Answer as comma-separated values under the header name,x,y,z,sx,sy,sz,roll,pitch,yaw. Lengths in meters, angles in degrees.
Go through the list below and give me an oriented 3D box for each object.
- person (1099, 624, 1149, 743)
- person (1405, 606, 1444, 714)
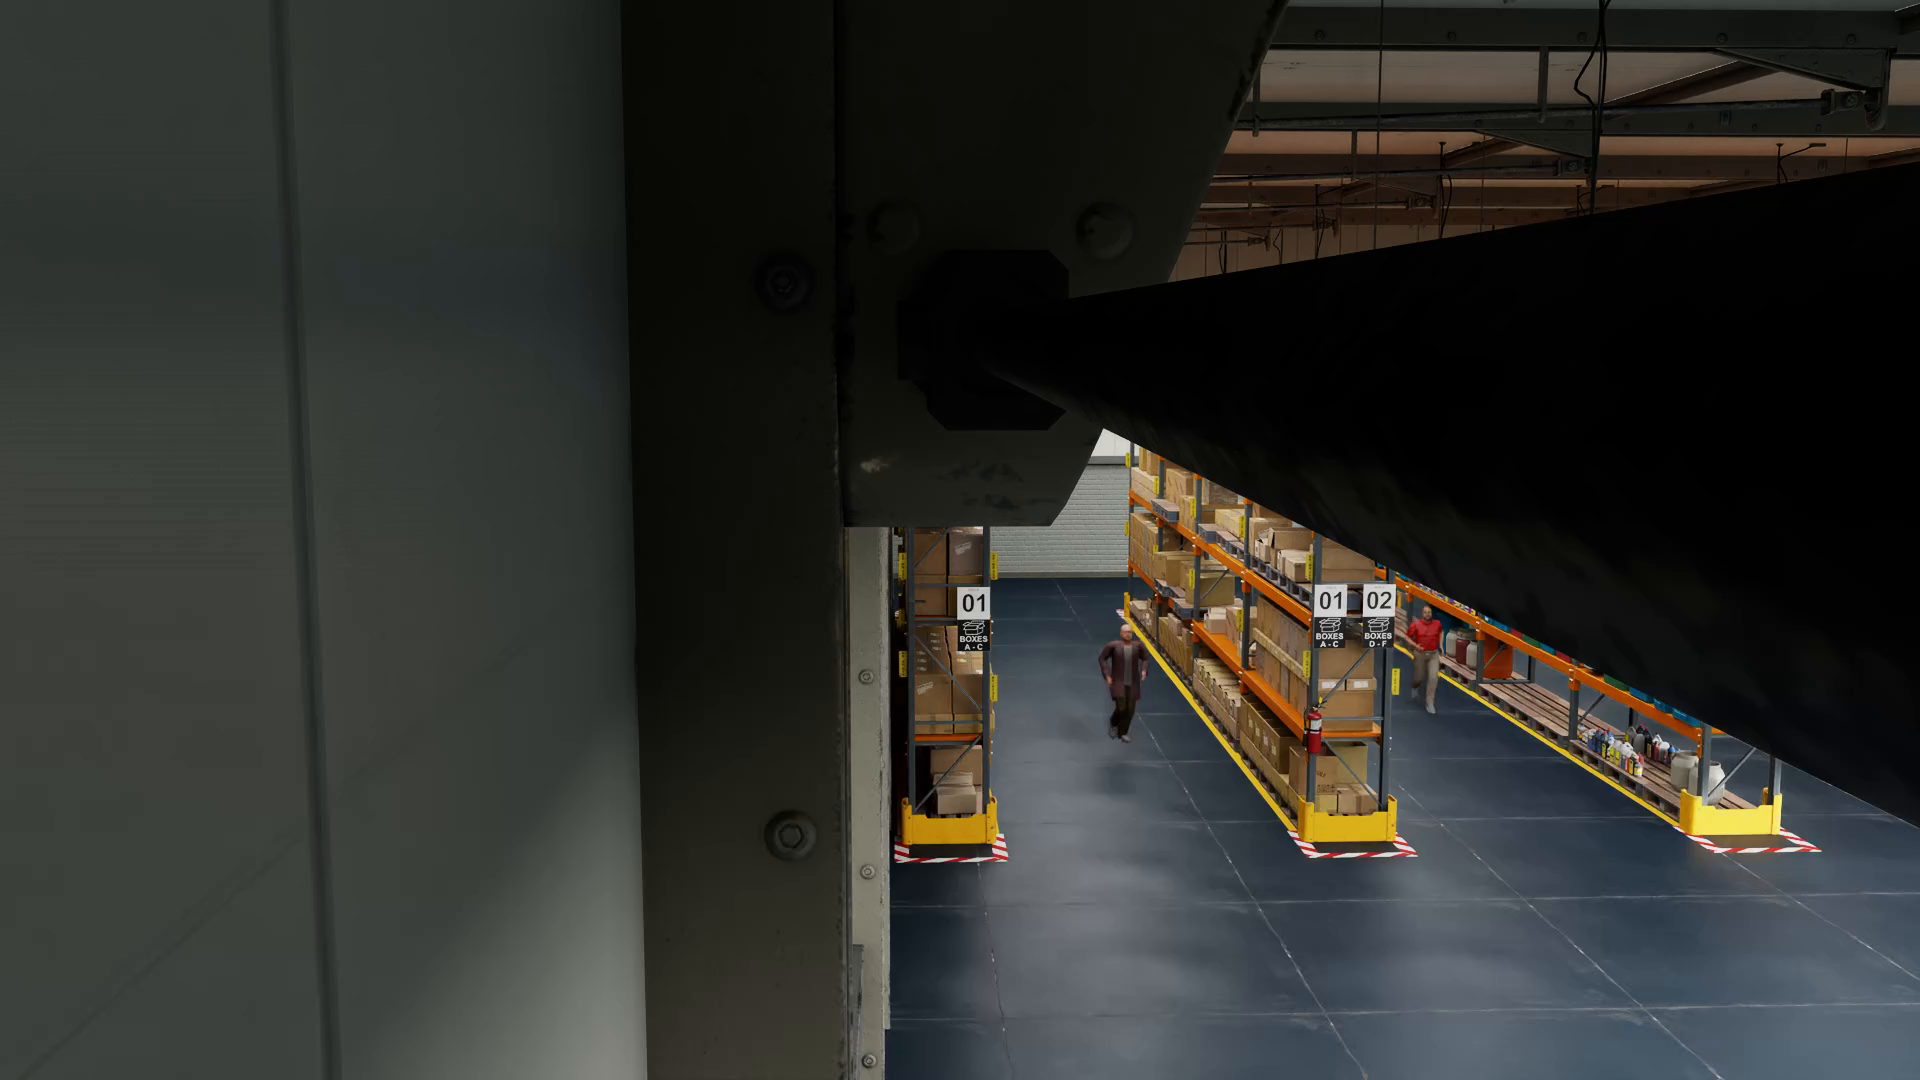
name,x,y,z,sx,sy,sz,roll,pitch,yaw
person,2.422,2.091,24.202,0.722,1.746,0.628,-1,7,-11
person,7.753,1.950,27.689,0.675,1.734,0.957,0,7,2
